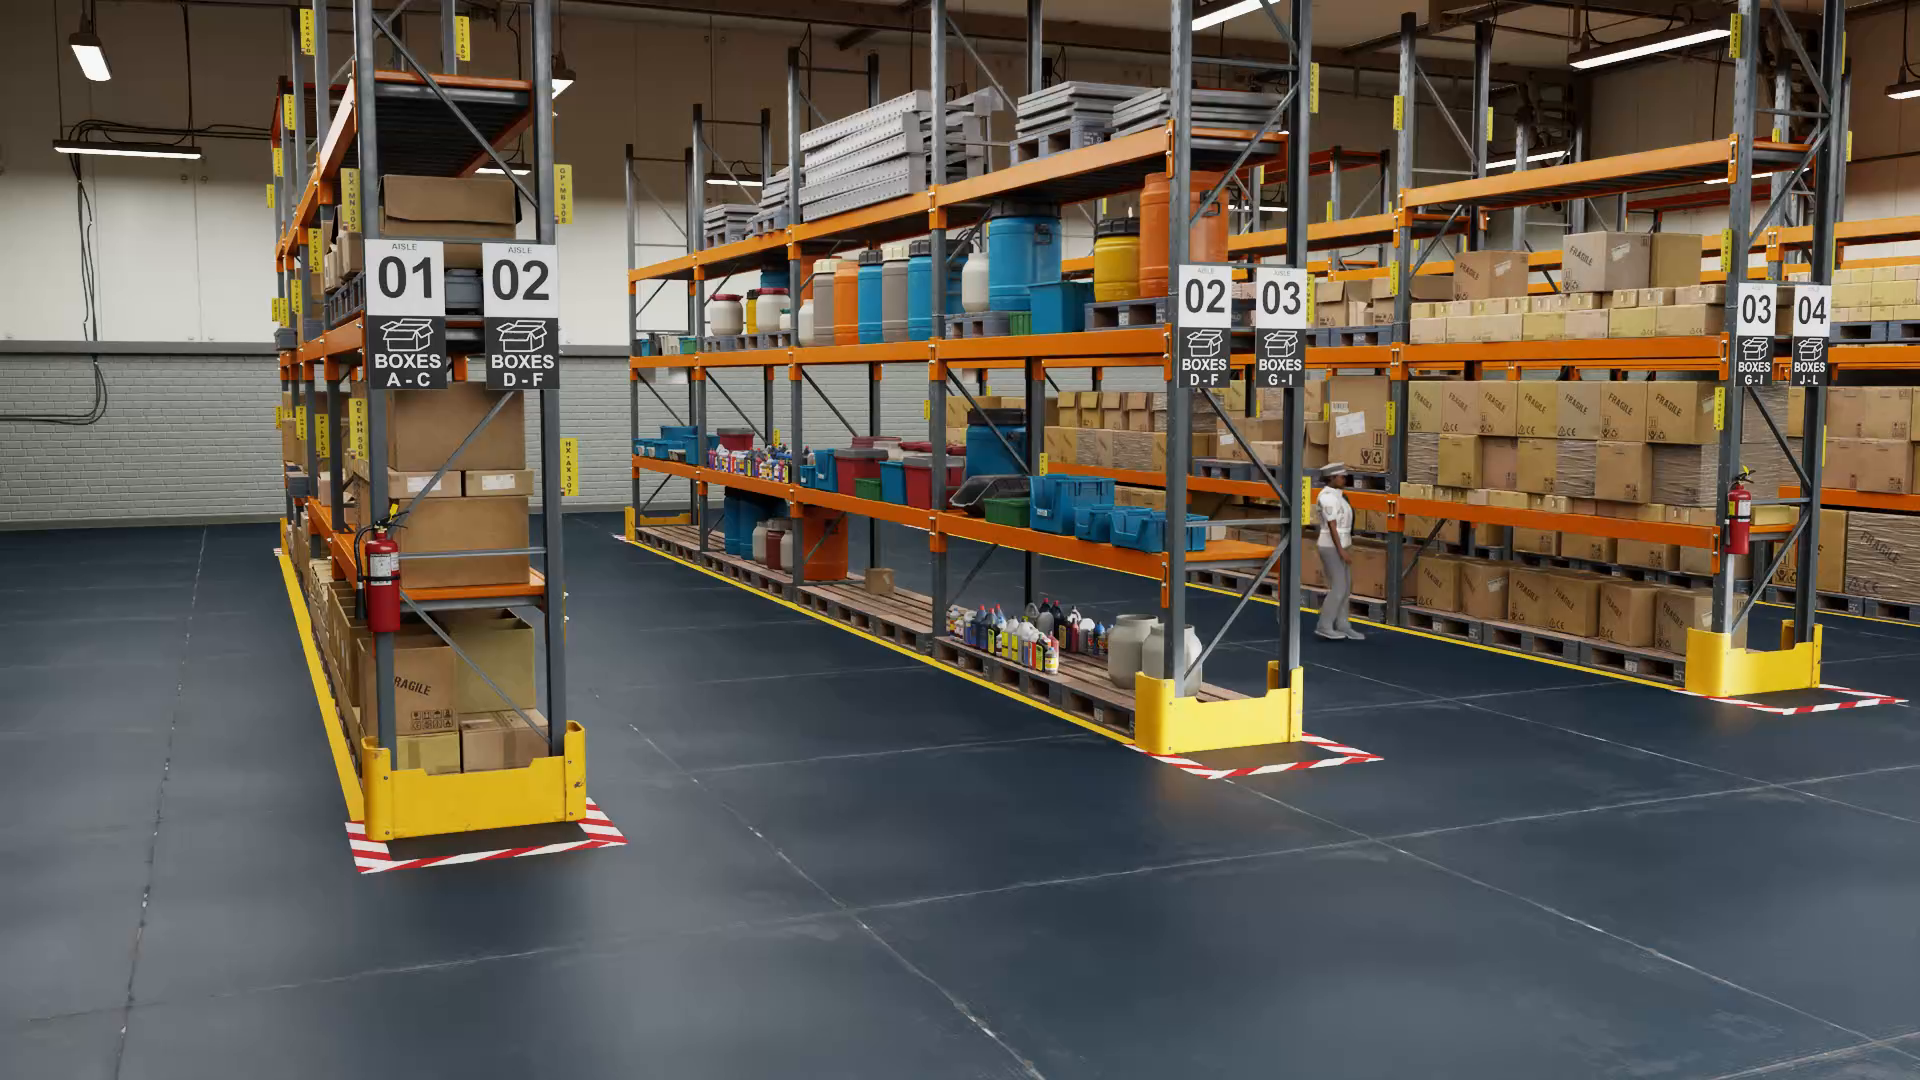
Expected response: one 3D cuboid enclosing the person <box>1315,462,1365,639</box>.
[{"bbox_3d":[3.602,0.106,15.738,0.449,1.700,0.491,3,6,25],"label":"person"}]
